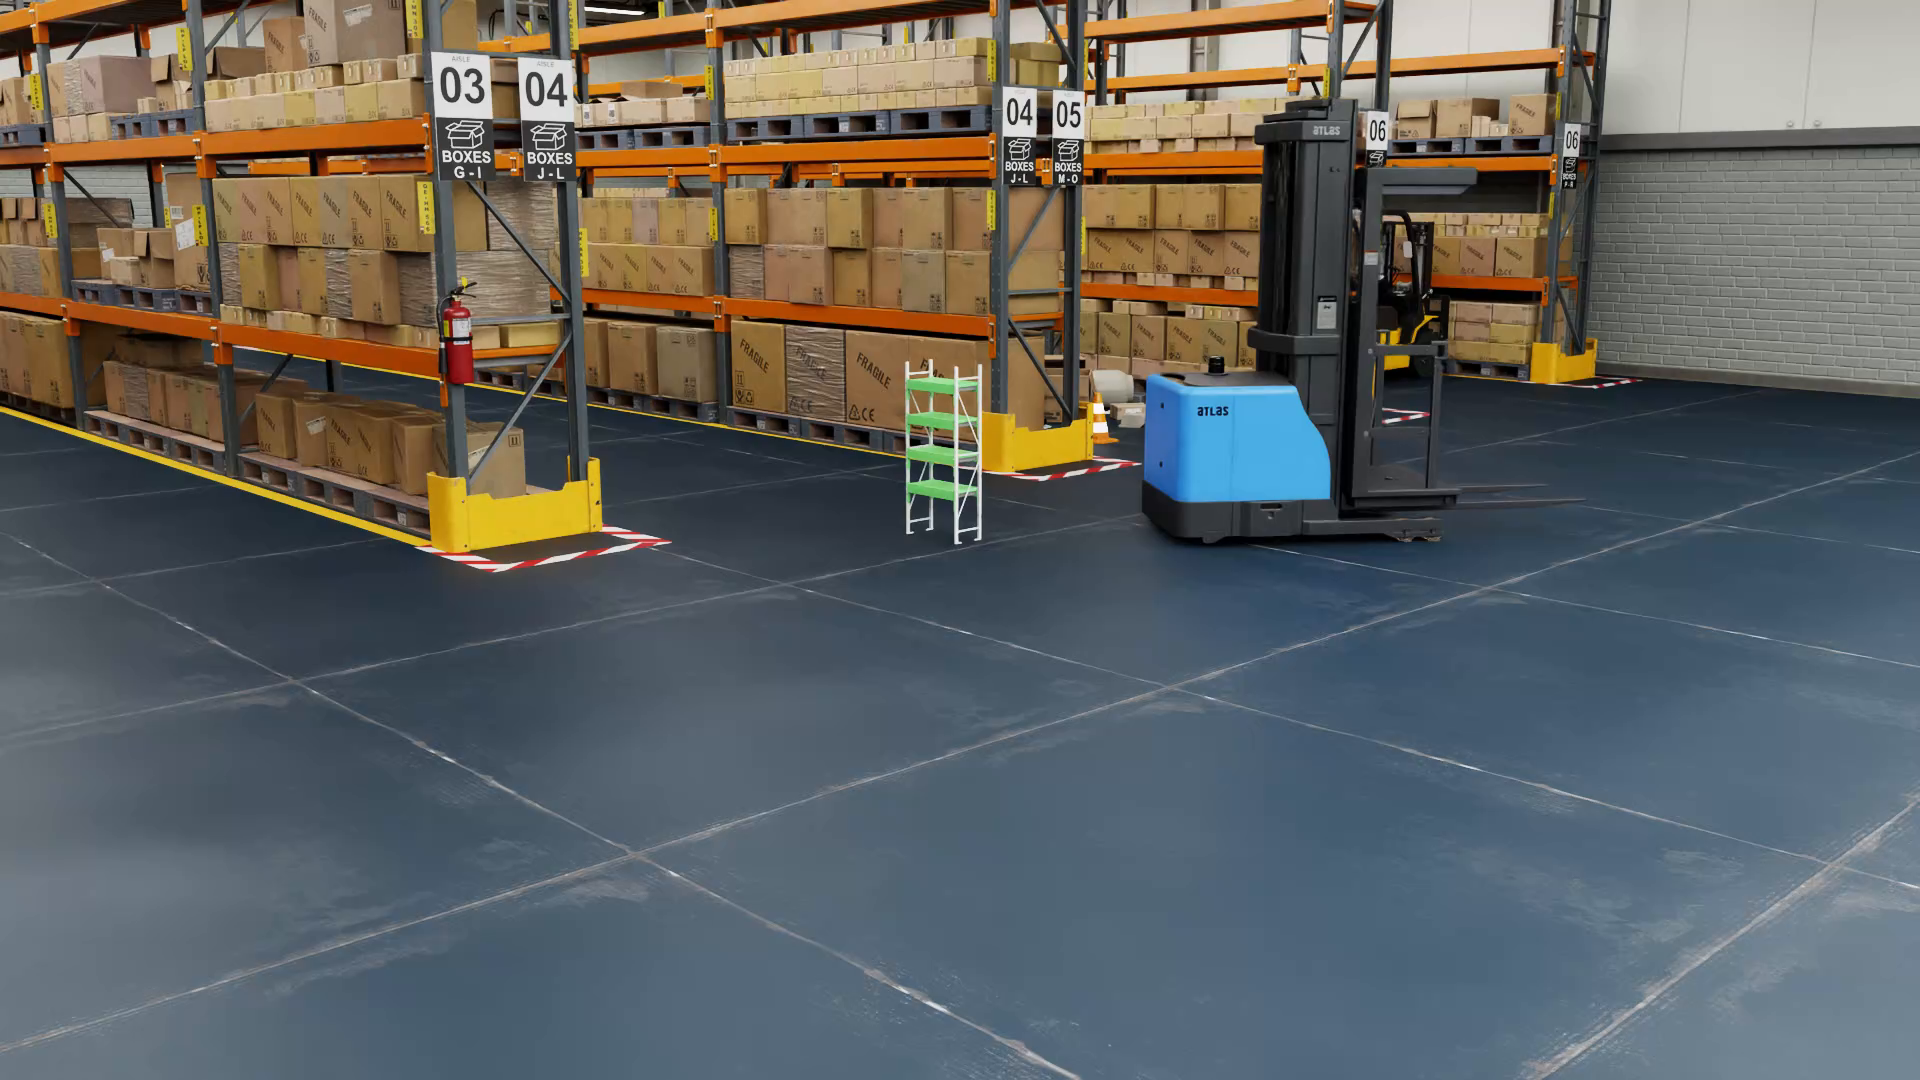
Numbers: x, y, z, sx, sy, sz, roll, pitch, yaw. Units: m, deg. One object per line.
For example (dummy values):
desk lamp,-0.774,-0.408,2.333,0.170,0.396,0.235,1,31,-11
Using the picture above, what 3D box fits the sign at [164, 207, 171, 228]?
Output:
sign,-8.130,-3.246,17.058,0.100,0.325,0.005,-11,16,-43

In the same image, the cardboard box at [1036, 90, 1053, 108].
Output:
cardboard box,0.661,-3.845,14.539,0.380,0.149,0.250,-11,16,-42

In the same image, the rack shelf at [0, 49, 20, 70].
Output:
rack shelf,-12.659,-5.906,20.551,1.077,0.370,4.000,-11,16,-43

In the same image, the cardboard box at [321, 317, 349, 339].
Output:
cardboard box,-4.449,-1.567,12.205,0.380,0.149,0.250,-11,16,-43

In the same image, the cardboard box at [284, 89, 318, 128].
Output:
cardboard box,-4.553,-3.124,12.081,0.500,0.250,0.500,-11,16,-44

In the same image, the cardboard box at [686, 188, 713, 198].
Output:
cardboard box,-4.141,-5.544,26.552,0.380,0.149,0.250,-11,16,-43

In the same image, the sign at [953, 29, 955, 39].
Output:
sign,-0.126,-8.849,29.353,0.100,0.325,0.005,-11,16,-43

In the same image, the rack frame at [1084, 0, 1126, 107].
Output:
rack frame,2.239,-7.652,26.250,1.000,3.000,0.127,-11,16,-43

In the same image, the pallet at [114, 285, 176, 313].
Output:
pallet,-7.119,-2.263,15.438,1.003,0.211,1.213,-11,16,-43

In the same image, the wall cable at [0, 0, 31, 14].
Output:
wall cable,-15.452,-9.627,27.867,2.277,5.999,0.120,-11,16,-43

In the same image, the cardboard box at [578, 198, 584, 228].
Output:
cardboard box,-4.205,-3.715,19.283,0.700,0.500,0.500,-11,16,-43

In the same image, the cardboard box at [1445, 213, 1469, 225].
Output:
cardboard box,6.593,-4.216,21.851,0.380,0.149,0.250,-10,16,-41

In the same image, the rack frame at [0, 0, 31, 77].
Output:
rack frame,-11.278,-6.162,19.021,1.000,3.000,0.127,-11,16,-43

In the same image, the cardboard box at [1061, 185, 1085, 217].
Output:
cardboard box,1.561,-4.027,20.063,0.700,0.500,0.500,-11,16,-43

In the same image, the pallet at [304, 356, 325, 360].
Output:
pallet,-8.957,-2.806,24.507,1.003,0.211,1.213,-11,16,-43

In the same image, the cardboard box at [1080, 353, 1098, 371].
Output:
cardboard box,1.626,-2.173,20.297,0.500,0.250,0.500,11,16,43

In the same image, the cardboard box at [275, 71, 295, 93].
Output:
cardboard box,-4.824,-3.372,12.294,0.380,0.149,0.250,-11,16,-44

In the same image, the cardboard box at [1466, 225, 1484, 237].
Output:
cardboard box,6.826,-4.041,21.739,0.380,0.149,0.250,-11,16,-43

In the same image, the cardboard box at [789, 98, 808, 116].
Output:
cardboard box,-1.386,-4.085,15.705,0.380,0.149,0.250,-11,16,-43

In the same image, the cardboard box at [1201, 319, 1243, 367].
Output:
cardboard box,3.072,-2.236,18.747,0.500,0.500,0.500,-10,15,-40

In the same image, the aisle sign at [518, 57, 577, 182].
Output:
aisle sign,-2.731,-2.779,11.022,0.394,0.787,0.004,-11,16,-43

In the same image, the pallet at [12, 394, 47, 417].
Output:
pallet,-9.844,-1.578,18.548,1.003,0.211,1.213,-11,16,-43

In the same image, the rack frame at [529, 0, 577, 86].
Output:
rack frame,-6.873,-8.127,28.557,1.000,3.000,0.127,-11,16,-43

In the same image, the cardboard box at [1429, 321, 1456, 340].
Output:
cardboard box,6.492,-2.824,22.221,0.500,0.250,0.500,-11,16,-44

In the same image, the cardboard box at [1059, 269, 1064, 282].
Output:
cardboard box,1.400,-3.224,20.247,0.380,0.149,0.250,-11,16,-43

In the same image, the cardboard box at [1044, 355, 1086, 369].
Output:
cardboard box,1.170,-1.868,19.235,0.500,0.500,0.500,-1,12,-4

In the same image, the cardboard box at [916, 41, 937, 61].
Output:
cardboard box,-0.160,-4.216,14.367,0.380,0.149,0.250,-11,16,-42

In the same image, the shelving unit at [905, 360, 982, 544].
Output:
shelving unit,-0.114,-0.612,11.408,0.258,1.200,0.503,-11,16,-43

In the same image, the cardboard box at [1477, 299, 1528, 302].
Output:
cardboard box,7.221,-3.063,22.143,0.500,0.250,0.500,-11,16,-42

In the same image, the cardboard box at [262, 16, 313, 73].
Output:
cardboard box,-5.258,-3.935,13.420,0.500,0.500,0.500,11,16,43

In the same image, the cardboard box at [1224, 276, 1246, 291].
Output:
cardboard box,3.147,-2.851,18.437,0.380,0.149,0.250,-11,16,-42

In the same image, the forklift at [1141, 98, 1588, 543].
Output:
forklift,2.872,-1.524,11.546,3.031,2.935,1.130,-2,12,-8

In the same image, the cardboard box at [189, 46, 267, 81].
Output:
cardboard box,-6.006,-3.864,14.004,0.637,0.503,0.797,11,16,42

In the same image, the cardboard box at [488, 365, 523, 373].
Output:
cardboard box,-5.502,-2.358,20.575,0.500,0.500,0.500,-11,16,-43

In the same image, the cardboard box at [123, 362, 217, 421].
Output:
cardboard box,-7.646,-1.457,16.155,0.500,0.500,0.700,10,15,40

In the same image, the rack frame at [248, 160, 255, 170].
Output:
rack frame,-10.383,-4.484,25.743,1.000,3.000,0.127,-11,16,-43

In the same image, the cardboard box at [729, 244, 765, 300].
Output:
cardboard box,-1.833,-2.754,16.974,0.875,0.550,0.550,-11,16,-43

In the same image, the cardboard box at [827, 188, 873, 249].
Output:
cardboard box,-0.757,-3.038,15.677,0.875,0.550,0.500,-11,16,-43

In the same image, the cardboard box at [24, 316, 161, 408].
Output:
cardboard box,-8.977,-1.909,17.468,0.875,0.875,1.225,11,16,43

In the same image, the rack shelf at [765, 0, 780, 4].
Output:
rack shelf,-1.904,-9.803,30.238,1.077,0.370,4.000,-11,16,-43

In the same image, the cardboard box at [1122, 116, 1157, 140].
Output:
cardboard box,2.220,-4.728,19.125,0.500,0.250,0.500,-11,16,-42

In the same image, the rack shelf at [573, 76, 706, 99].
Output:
rack shelf,-5.492,-7.287,27.254,1.077,0.370,4.000,-11,16,-43

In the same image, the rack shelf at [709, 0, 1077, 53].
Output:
rack shelf,-0.715,-4.831,15.333,1.077,0.370,4.000,-11,16,-43

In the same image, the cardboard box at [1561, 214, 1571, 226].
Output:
cardboard box,7.687,-4.137,21.466,0.380,0.149,0.250,-11,16,-44

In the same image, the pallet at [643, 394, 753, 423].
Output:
pallet,-2.683,-1.469,18.020,1.003,0.211,1.213,-11,16,-43

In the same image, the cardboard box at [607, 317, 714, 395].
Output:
cardboard box,-3.253,-2.056,18.492,1.050,0.750,0.750,-11,16,-43

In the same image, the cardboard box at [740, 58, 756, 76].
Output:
cardboard box,-1.913,-4.587,16.164,0.380,0.149,0.250,-11,16,-43

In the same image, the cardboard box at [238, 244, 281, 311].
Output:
cardboard box,-5.167,-2.099,13.181,0.875,0.500,0.500,-11,16,-43

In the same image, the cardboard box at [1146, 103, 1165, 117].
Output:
cardboard box,2.335,-4.900,18.975,0.380,0.149,0.250,-11,16,-43

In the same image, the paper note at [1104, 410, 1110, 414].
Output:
paper note,1.606,-1.399,18.156,0.148,0.019,0.142,-5,13,-23

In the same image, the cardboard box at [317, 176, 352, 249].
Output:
cardboard box,-4.242,-2.348,11.913,0.500,0.500,0.500,-11,16,-43

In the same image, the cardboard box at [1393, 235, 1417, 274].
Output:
cardboard box,6.173,-3.854,22.435,0.500,0.500,0.500,-11,16,-42

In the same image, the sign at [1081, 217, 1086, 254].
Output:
sign,1.072,-2.688,14.685,0.100,0.325,0.005,-11,16,-43

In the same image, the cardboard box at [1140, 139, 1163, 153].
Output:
cardboard box,2.279,-4.503,19.026,0.380,0.149,0.250,-11,16,-44

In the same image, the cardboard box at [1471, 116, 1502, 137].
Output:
cardboard box,6.797,-5.319,21.408,0.396,0.266,0.258,-11,16,-42

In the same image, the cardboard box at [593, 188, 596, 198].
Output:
cardboard box,-5.943,-5.763,27.619,0.380,0.149,0.250,-11,16,-42

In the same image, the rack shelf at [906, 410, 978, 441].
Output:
rack shelf,-0.114,-0.784,11.372,0.258,0.148,0.480,-11,16,-43

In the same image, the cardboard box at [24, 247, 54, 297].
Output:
cardboard box,-9.376,-2.800,17.322,0.500,0.500,0.500,-11,16,-43
